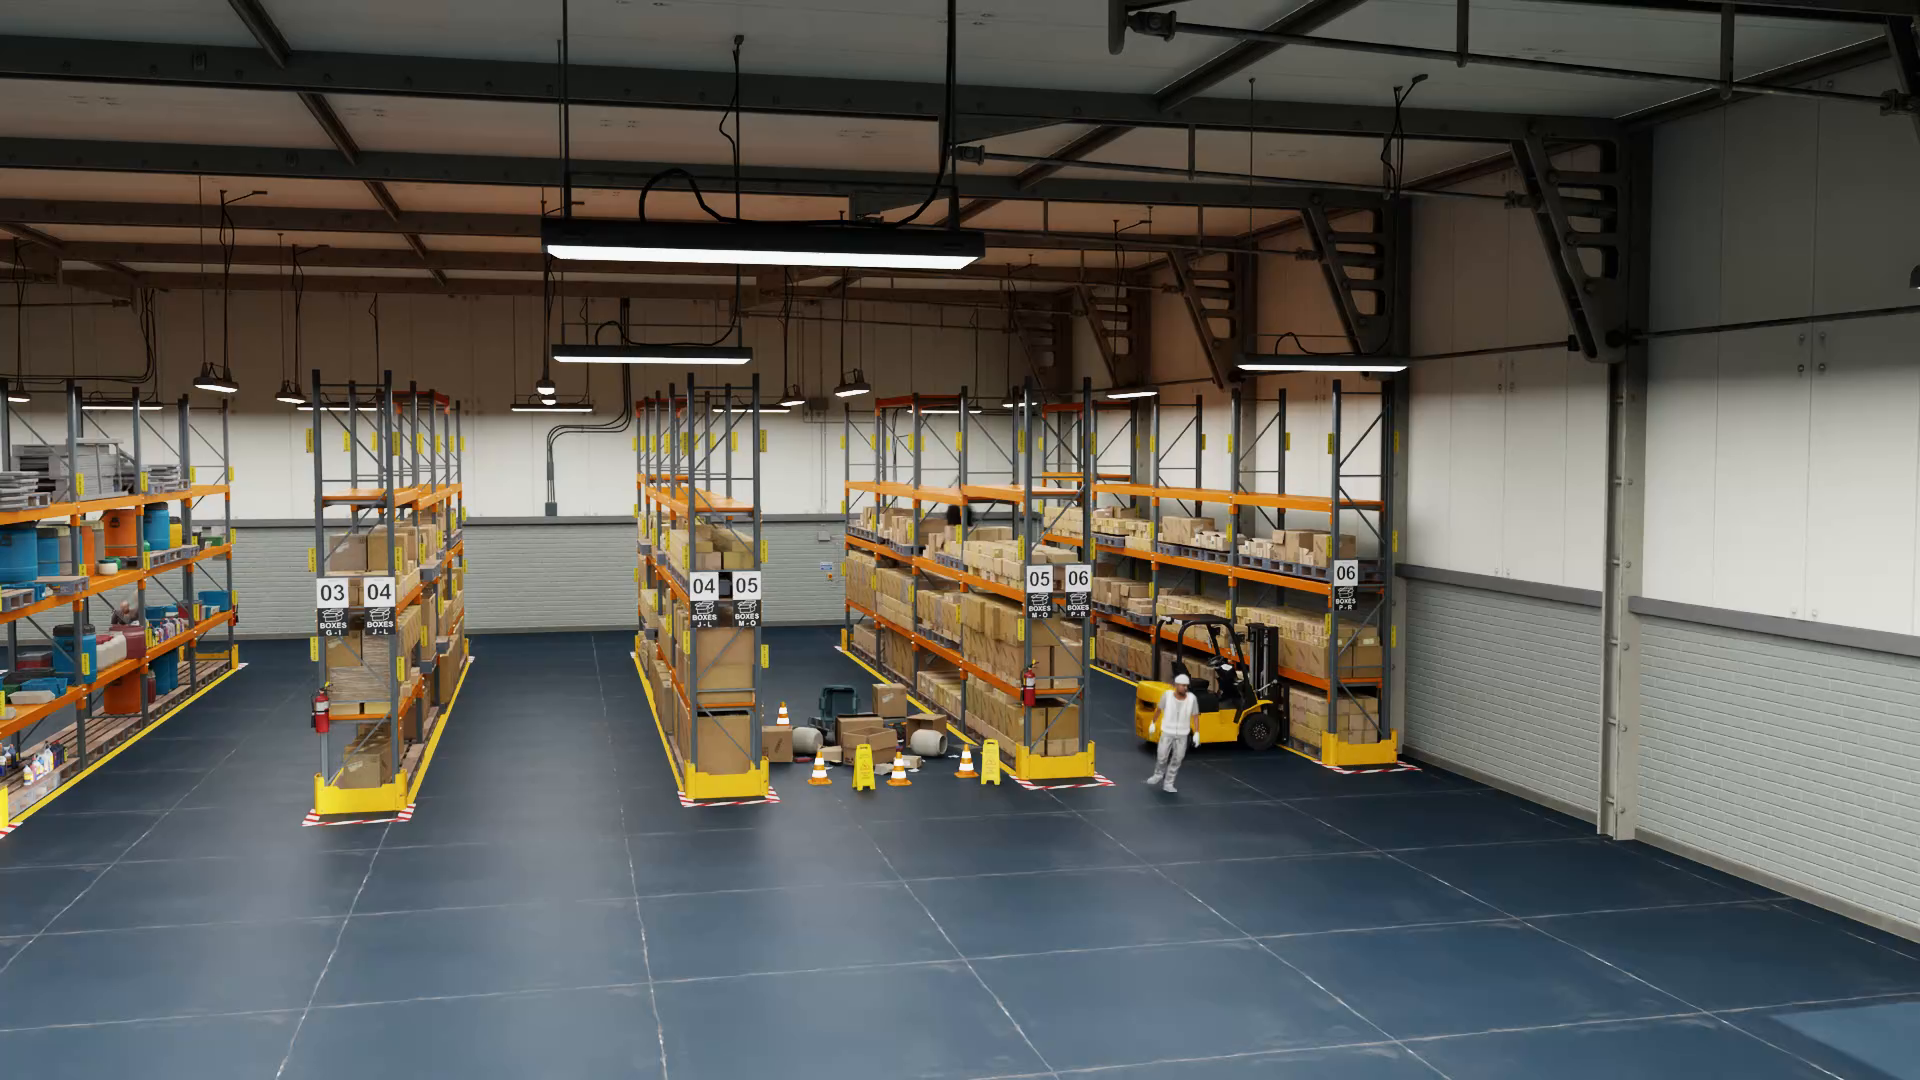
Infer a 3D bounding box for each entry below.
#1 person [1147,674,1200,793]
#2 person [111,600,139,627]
[{"bbox_3d":[3.056,2.762,23.814,0.717,1.735,0.613,0,3,-3],"label":"person"},{"bbox_3d":[-18.105,2.095,36.256,0.715,1.624,0.908,-2,4,-30],"label":"person"}]
